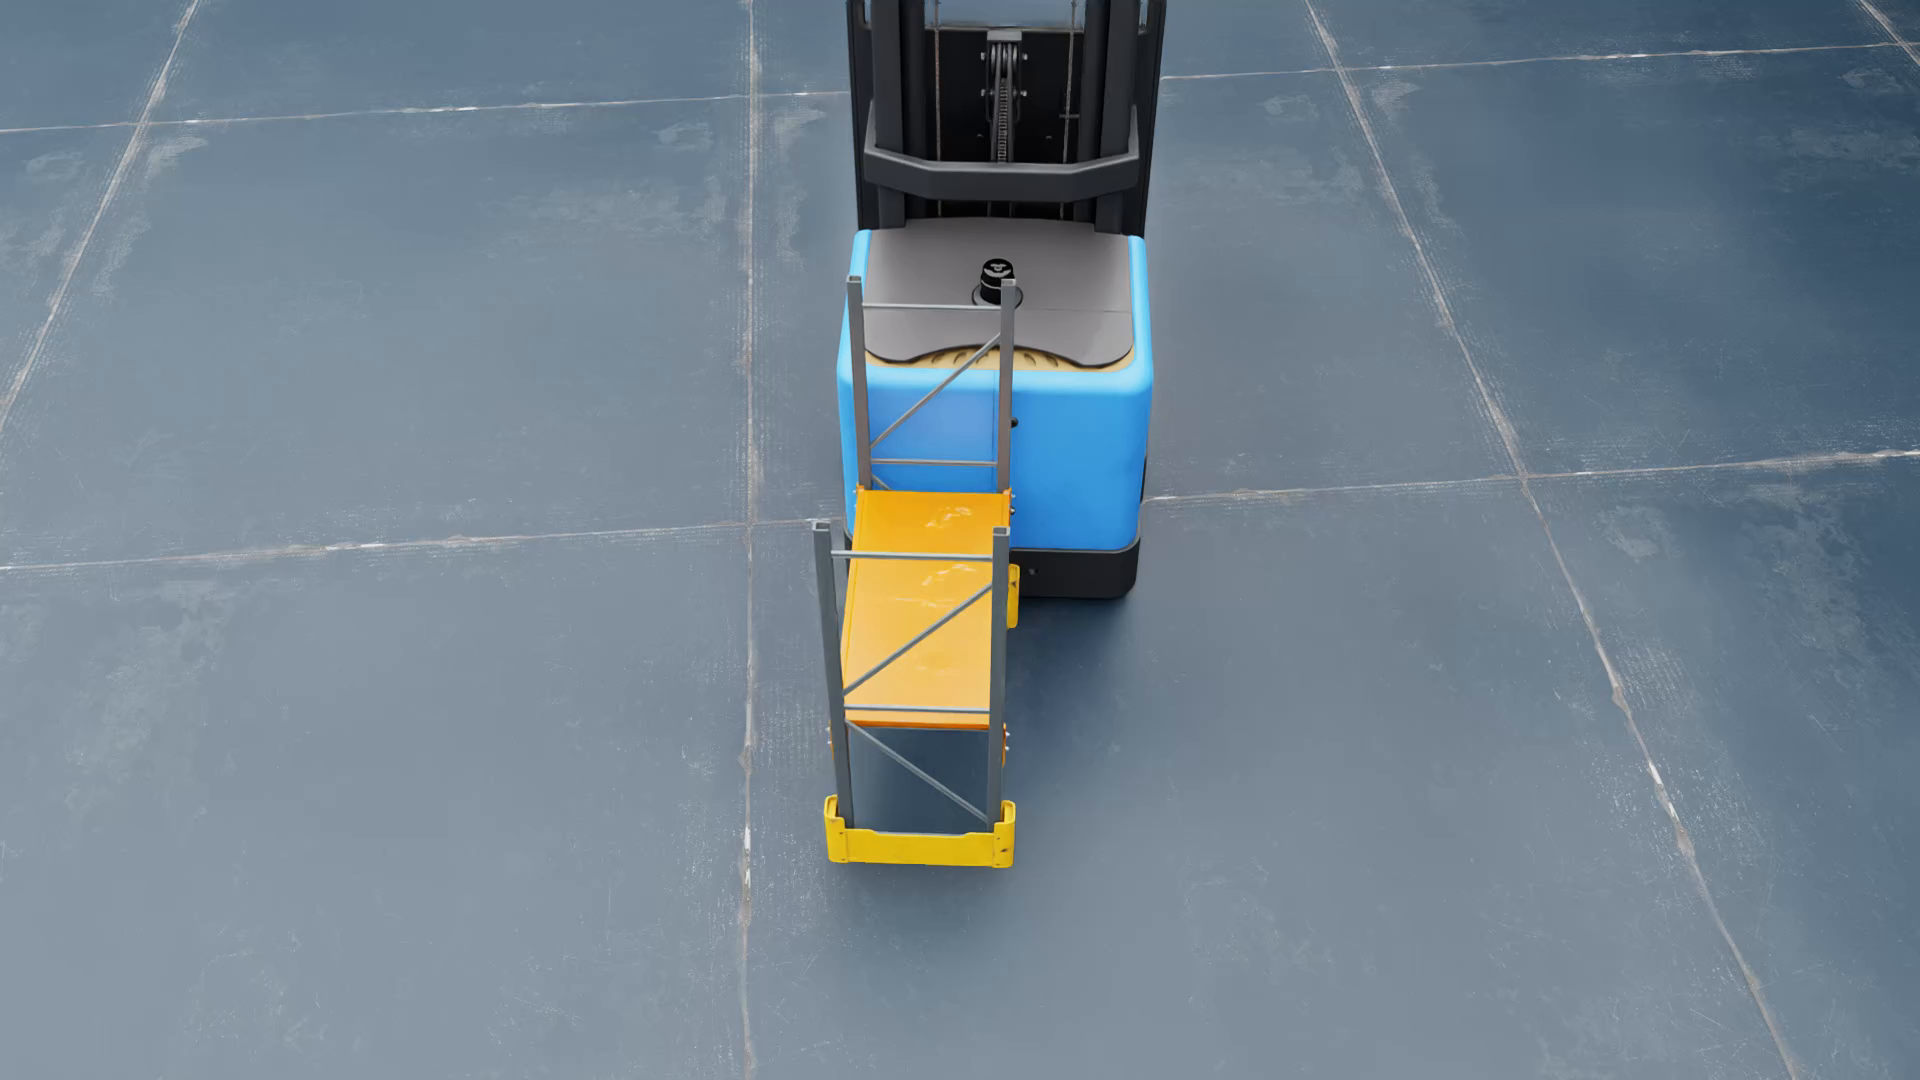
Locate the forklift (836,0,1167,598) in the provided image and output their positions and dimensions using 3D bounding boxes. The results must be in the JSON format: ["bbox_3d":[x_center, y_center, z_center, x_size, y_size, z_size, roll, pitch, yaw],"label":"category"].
[{"bbox_3d":[0.165,-1.859,5.992,1.130,2.935,3.031,2,47,1],"label":"forklift"}]

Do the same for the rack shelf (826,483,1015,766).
[{"bbox_3d":[-0.105,0.241,5.236,0.538,0.185,1.000,2,47,1],"label":"rack shelf"}]

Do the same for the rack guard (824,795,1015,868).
[{"bbox_3d":[-0.124,0.915,5.211,0.587,0.250,0.087,2,47,1],"label":"rack guard"}]

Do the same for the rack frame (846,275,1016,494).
[{"bbox_3d":[-0.086,-0.251,5.455,0.500,1.500,0.032,2,47,1],"label":"rack frame"}]

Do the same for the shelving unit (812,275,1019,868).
[{"bbox_3d":[-0.105,0.124,5.099,0.587,1.500,1.083,2,47,1],"label":"shelving unit"}]

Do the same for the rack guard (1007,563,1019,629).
[{"bbox_3d":[-0.086,0.193,5.895,0.587,0.250,0.087,2,47,1],"label":"rack guard"}]

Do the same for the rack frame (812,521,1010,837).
[{"bbox_3d":[-0.124,0.486,4.756,0.500,1.500,0.032,2,47,1],"label":"rack frame"}]
